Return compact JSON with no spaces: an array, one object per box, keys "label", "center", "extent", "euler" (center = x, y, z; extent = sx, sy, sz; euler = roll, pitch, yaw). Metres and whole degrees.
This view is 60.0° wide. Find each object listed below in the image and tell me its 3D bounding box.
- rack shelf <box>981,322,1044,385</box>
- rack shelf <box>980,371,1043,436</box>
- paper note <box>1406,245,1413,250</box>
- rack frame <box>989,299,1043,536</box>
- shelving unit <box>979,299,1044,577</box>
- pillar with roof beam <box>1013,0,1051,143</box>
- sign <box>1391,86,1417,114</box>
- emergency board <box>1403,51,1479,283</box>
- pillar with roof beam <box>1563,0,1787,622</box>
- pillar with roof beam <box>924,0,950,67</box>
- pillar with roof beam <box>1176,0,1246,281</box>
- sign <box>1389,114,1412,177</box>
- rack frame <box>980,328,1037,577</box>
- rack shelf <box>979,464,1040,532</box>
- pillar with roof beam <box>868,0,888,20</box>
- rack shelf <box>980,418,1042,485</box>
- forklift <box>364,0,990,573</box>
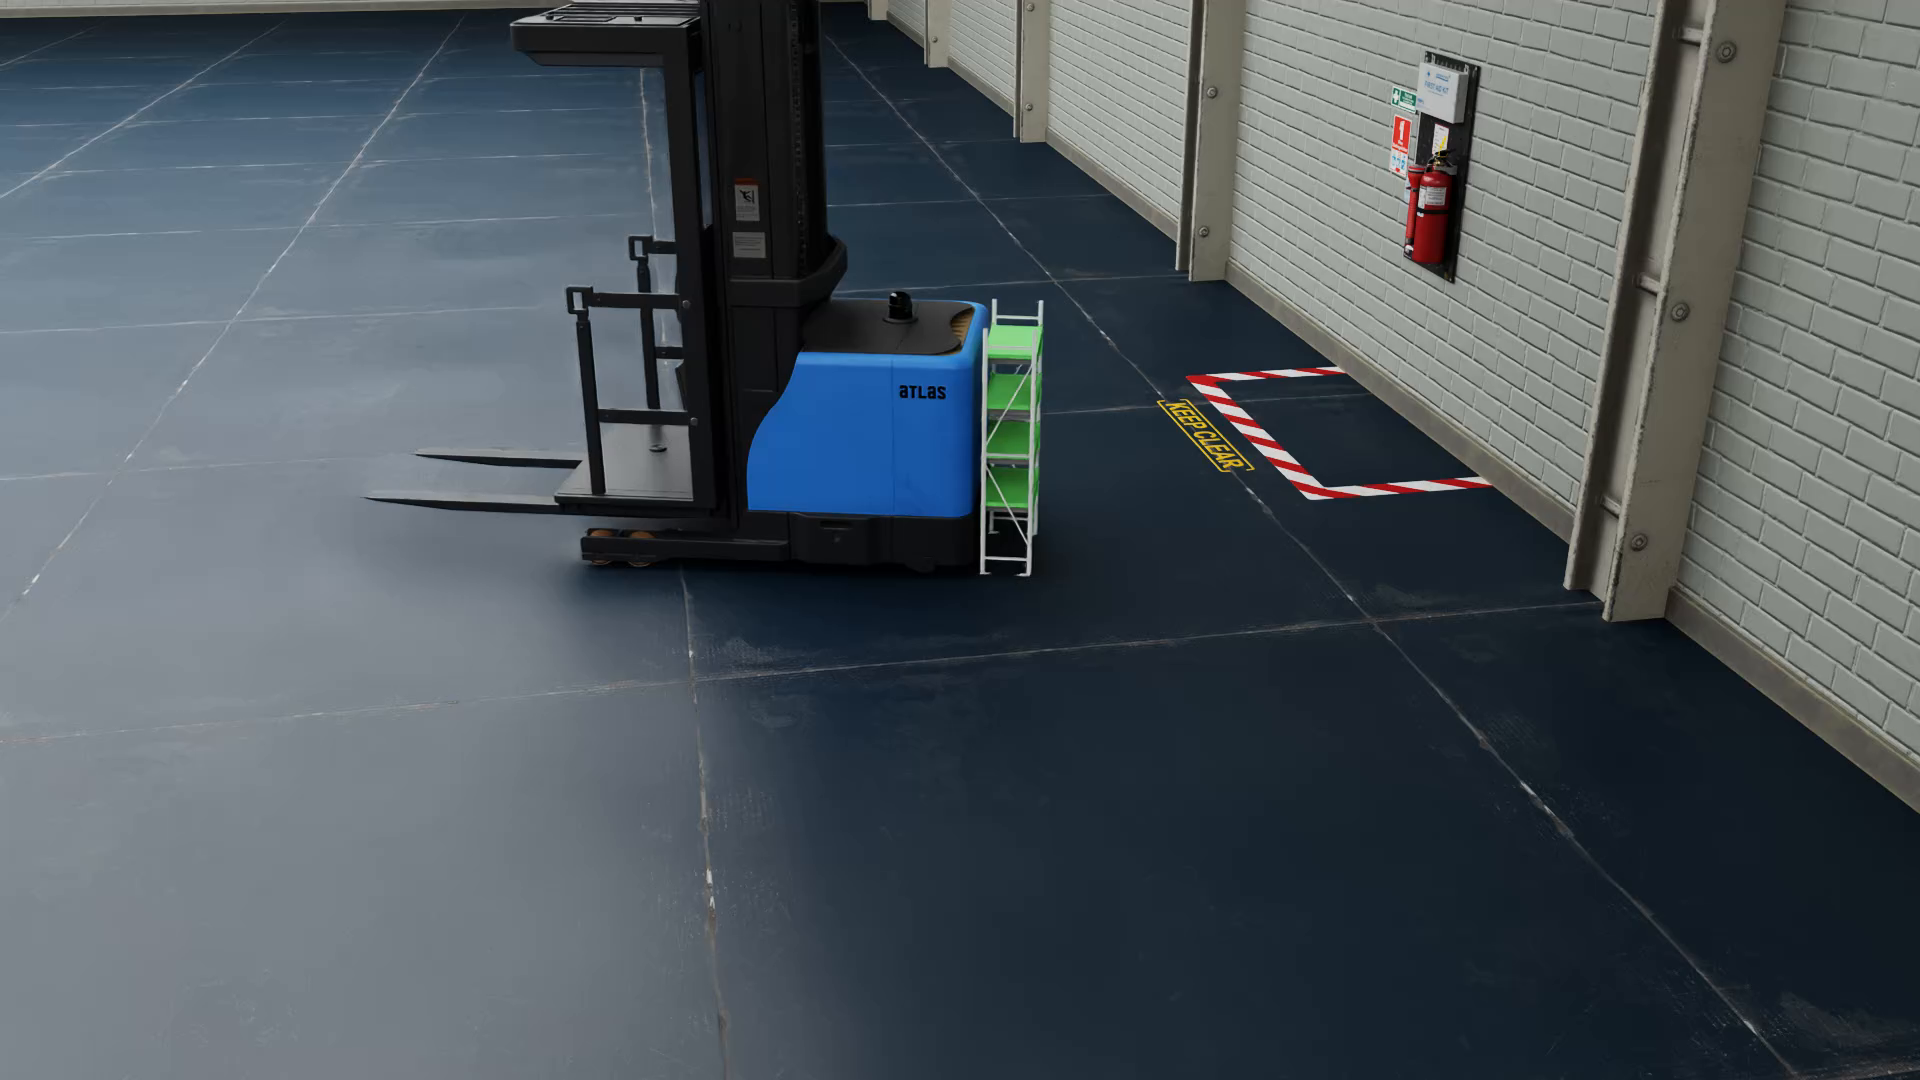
[{"label":"rack shelf","center":[0.246,-0.864,7.687],"extent":[0.258,0.148,0.480],"euler":[3,24,5]},{"label":"rack shelf","center":[0.245,-0.644,7.783],"extent":[0.258,0.148,0.480],"euler":[3,24,5]},{"label":"paper note","center":[2.619,-1.744,9.596],"extent":[0.016,0.148,0.142],"euler":[-4,24,-10]},{"label":"rack frame","center":[0.268,-0.580,8.077],"extent":[0.240,1.200,0.015],"euler":[3,24,5]},{"label":"shelving unit","center":[0.244,-0.483,7.854],"extent":[0.258,1.200,0.503],"euler":[3,24,5]},{"label":"pillar with roof beam","center":[-3.446,-8.249,15.894],"extent":[9.100,9.000,0.400],"euler":[-4,24,-10]},{"label":"sign","center":[2.575,-2.555,9.645],"extent":[0.001,0.109,0.331],"euler":[-4,24,-10]},{"label":"emergency board","center":[2.584,-2.073,9.249],"extent":[0.194,1.169,0.643],"euler":[-4,24,-10]},{"label":"pillar with roof beam","center":[-1.227,-3.529,5.086],"extent":[9.100,9.000,0.400],"euler":[-4,24,-10]},{"label":"pillar with roof beam","center":[-4.556,-10.609,21.297],"extent":[9.100,9.000,0.400],"euler":[-4,24,-10]},{"label":"pillar with roof beam","center":[-2.337,-5.889,10.490],"extent":[9.100,9.000,0.400],"euler":[-4,24,-10]},{"label":"sign","center":[2.583,-2.314,9.757],"extent":[0.001,0.329,0.234],"euler":[-4,24,-10]},{"label":"rack frame","center":[0.219,-0.386,7.632],"extent":[0.240,1.200,0.015],"euler":[3,24,5]},{"label":"rack shelf","center":[0.242,-0.204,7.976],"extent":[0.258,0.148,0.480],"euler":[3,24,5]},{"label":"pillar with roof beam","center":[-5.665,-12.969,26.701],"extent":[9.100,9.000,0.400],"euler":[-4,24,-10]},{"label":"rack shelf","center":[0.243,-0.424,7.880],"extent":[0.258,0.148,0.480],"euler":[3,24,5]},{"label":"forklift","center":[-1.393,-1.421,7.841],"extent":[3.031,2.935,1.130],"euler":[2,24,5]}]
